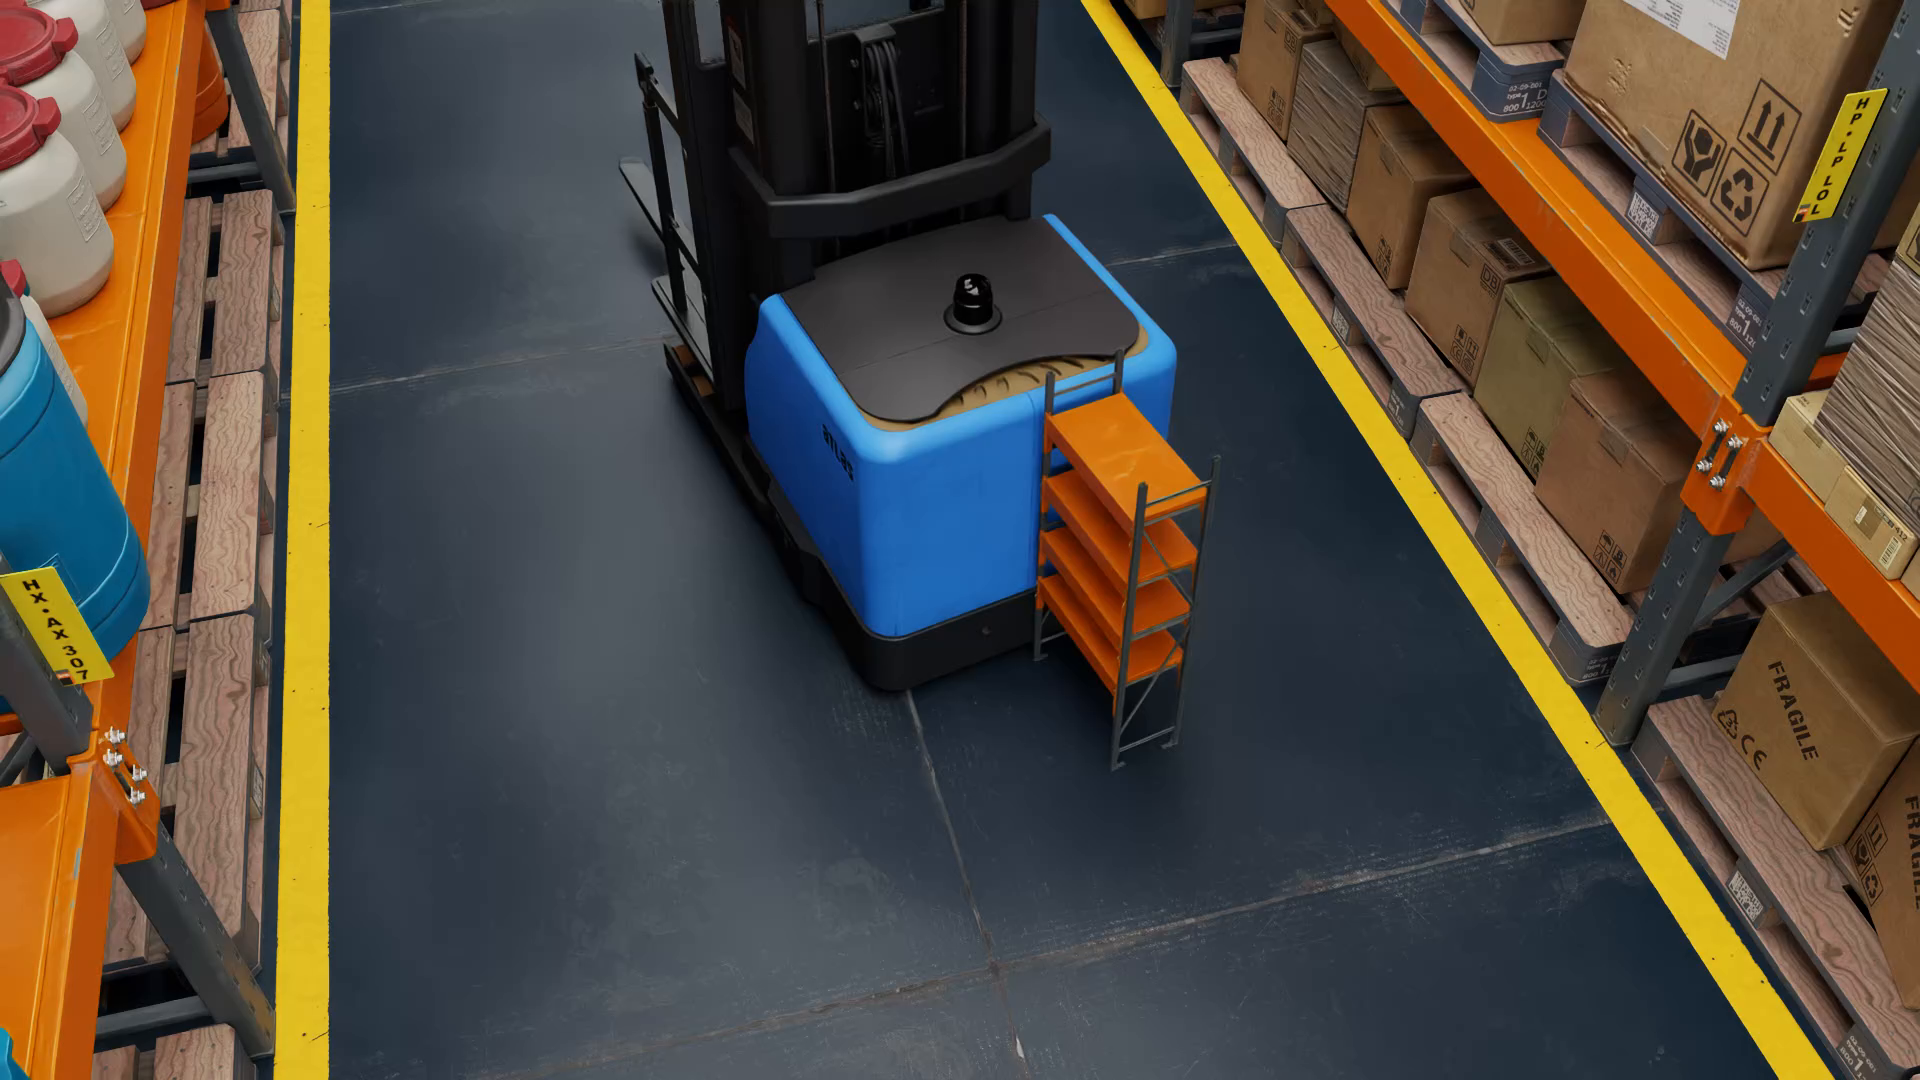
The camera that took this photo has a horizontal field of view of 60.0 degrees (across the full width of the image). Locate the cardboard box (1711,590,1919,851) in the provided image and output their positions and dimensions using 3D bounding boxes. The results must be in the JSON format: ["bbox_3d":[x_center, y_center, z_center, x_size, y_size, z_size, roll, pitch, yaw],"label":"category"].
[{"bbox_3d":[2.536,0.470,4.645,0.500,0.500,0.500,-12,47,-12],"label":"cardboard box"}]

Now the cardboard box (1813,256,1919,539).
[{"bbox_3d":[2.528,-0.358,3.723,0.875,0.500,0.500,-11,47,-10],"label":"cardboard box"}]

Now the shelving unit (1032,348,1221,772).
[{"bbox_3d":[0.453,0.087,4.824,0.258,1.200,0.503,-20,49,-18],"label":"shelving unit"}]

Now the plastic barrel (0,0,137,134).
[{"bbox_3d":[-2.762,-1.474,5.016,0.421,0.512,0.421,0,46,0],"label":"plastic barrel"}]

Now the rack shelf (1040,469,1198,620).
[{"bbox_3d":[0.453,-0.022,4.713,0.258,0.148,0.480,-20,49,-18],"label":"rack shelf"}]

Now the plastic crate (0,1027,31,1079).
[{"bbox_3d":[-1.770,1.131,2.646,0.499,0.251,0.616,-11,47,-10],"label":"plastic crate"}]

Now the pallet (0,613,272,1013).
[{"bbox_3d":[-2.554,0.805,4.813,1.003,0.211,1.213,-11,47,-10],"label":"pallet"}]

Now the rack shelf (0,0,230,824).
[{"bbox_3d":[-2.828,-0.765,4.903,1.077,0.370,4.000,-11,47,-10],"label":"rack shelf"}]

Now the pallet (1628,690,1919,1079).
[{"bbox_3d":[2.678,0.892,4.728,1.003,0.211,1.213,-11,47,-10],"label":"pallet"}]

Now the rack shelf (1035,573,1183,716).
[{"bbox_3d":[0.453,0.274,5.014,0.258,0.148,0.480,-20,49,-18],"label":"rack shelf"}]

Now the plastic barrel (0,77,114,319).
[{"bbox_3d":[-2.536,-0.890,4.427,0.433,0.535,0.433,0,46,0],"label":"plastic barrel"}]

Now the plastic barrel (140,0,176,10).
[{"bbox_3d":[-2.928,-2.180,5.691,0.600,0.536,0.708,-11,47,-10],"label":"plastic barrel"}]

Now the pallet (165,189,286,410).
[{"bbox_3d":[-3.179,-0.879,6.464,1.003,0.211,1.213,-11,47,-10],"label":"pallet"}]

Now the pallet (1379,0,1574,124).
[{"bbox_3d":[1.995,-1.876,5.623,1.003,0.211,1.213,-11,47,-10],"label":"pallet"}]

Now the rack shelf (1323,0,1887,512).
[{"bbox_3d":[1.960,-1.670,5.790,1.077,0.370,4.000,-11,47,-10],"label":"rack shelf"}]

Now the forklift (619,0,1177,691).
[{"bbox_3d":[-0.460,-1.614,5.279,1.130,2.935,3.031,-20,49,-18],"label":"forklift"}]

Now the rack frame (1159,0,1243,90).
[{"bbox_3d":[1.448,-3.303,6.887,1.000,3.000,0.127,-11,47,-10],"label":"rack frame"}]

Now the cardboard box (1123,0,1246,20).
[{"bbox_3d":[1.292,-3.186,7.966,1.225,0.875,0.875,-13,47,-12],"label":"cardboard box"}]

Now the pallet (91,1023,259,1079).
[{"bbox_3d":[-2.184,1.812,3.827,1.003,0.211,1.213,-11,47,-10],"label":"pallet"}]

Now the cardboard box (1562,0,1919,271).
[{"bbox_3d":[2.404,-1.472,4.379,1.000,1.000,1.000,-10,46,-10],"label":"cardboard box"}]

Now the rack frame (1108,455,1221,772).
[{"bbox_3d":[0.562,0.243,4.671,0.240,1.200,0.015,-20,49,-18],"label":"rack frame"}]

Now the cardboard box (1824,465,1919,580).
[{"bbox_3d":[2.288,-0.075,3.899,0.380,0.149,0.250,-11,47,-10],"label":"cardboard box"}]

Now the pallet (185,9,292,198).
[{"bbox_3d":[-3.582,-1.958,7.521,1.003,0.211,1.213,-11,47,-10],"label":"pallet"}]

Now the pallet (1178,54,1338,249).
[{"bbox_3d":[1.647,-1.787,7.353,1.003,0.211,1.213,-11,47,-10],"label":"pallet"}]

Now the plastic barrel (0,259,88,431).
[{"bbox_3d":[-2.349,-0.384,3.931,0.433,0.535,0.433,0,46,0],"label":"plastic barrel"}]

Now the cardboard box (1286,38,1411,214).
[{"bbox_3d":[1.794,-1.742,6.799,0.700,0.500,0.500,-14,47,-14],"label":"cardboard box"}]

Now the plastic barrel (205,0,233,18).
[{"bbox_3d":[-3.770,-2.815,7.802,0.600,0.588,0.708,-11,47,-10],"label":"plastic barrel"}]

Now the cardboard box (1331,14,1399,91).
[{"bbox_3d":[1.794,-2.023,6.549,0.500,0.250,0.500,-6,46,-6],"label":"cardboard box"}]

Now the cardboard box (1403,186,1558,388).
[{"bbox_3d":[2.088,-0.967,6.040,0.700,0.500,0.500,-14,47,-14],"label":"cardboard box"}]

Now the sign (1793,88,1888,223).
[{"bbox_3d":[1.937,-0.842,3.665,0.100,0.325,0.005,-11,47,-10],"label":"sign"}]

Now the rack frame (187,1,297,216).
[{"bbox_3d":[-3.340,-2.397,5.999,1.000,3.000,0.127,-11,47,-10],"label":"rack frame"}]

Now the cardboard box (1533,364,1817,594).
[{"bbox_3d":[2.336,-0.248,5.335,0.700,0.500,0.500,-14,47,-13],"label":"cardboard box"}]
